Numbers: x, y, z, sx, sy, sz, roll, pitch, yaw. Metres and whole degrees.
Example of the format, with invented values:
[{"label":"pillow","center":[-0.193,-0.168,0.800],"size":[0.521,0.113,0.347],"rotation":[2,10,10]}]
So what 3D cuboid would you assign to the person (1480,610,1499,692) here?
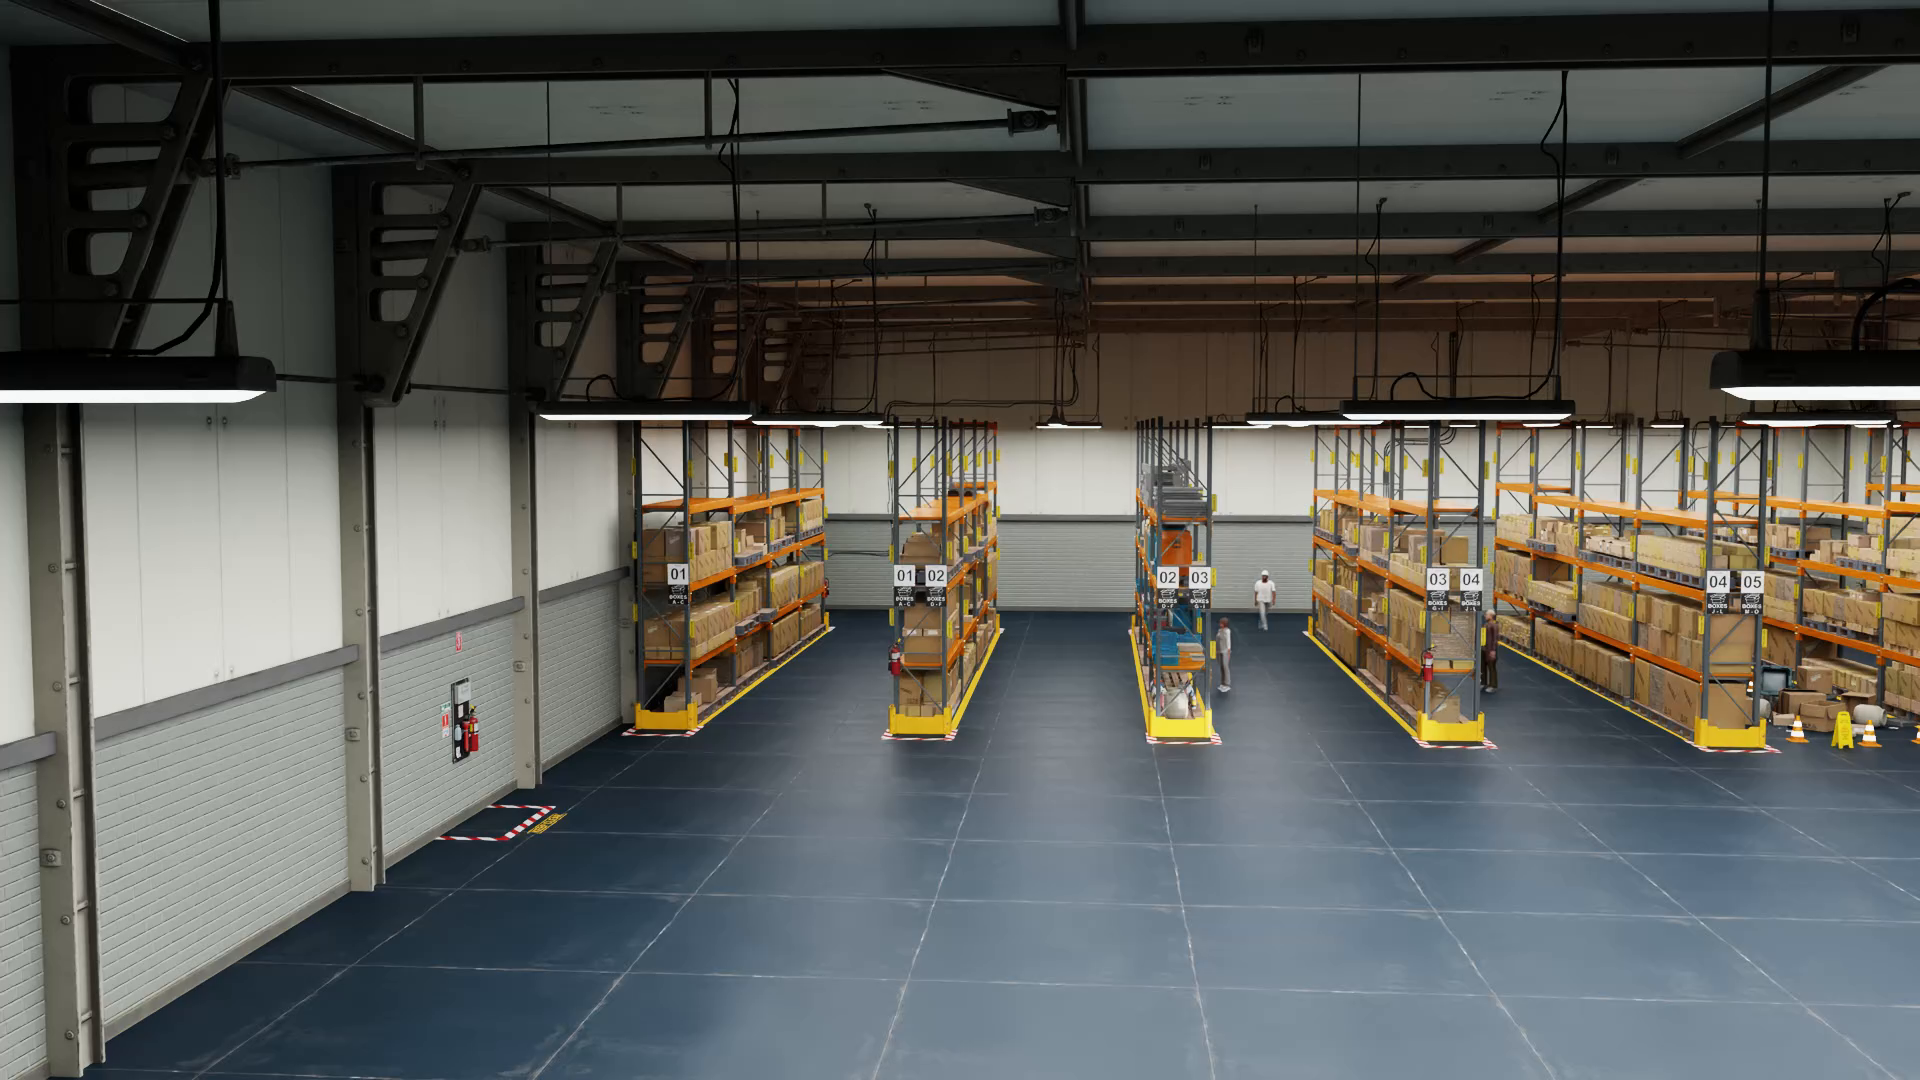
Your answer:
[{"label":"person","center":[11.623,2.433,36.624],"size":[0.419,1.788,0.608],"rotation":[-2,4,-25]}]

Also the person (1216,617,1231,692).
[{"label":"person","center":[5.823,2.524,36.802],"size":[0.374,1.611,0.518],"rotation":[-1,4,-20]}]

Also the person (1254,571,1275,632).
[{"label":"person","center":[8.742,1.739,47.558],"size":[0.540,1.709,1.040],"rotation":[-1,4,-15]}]
